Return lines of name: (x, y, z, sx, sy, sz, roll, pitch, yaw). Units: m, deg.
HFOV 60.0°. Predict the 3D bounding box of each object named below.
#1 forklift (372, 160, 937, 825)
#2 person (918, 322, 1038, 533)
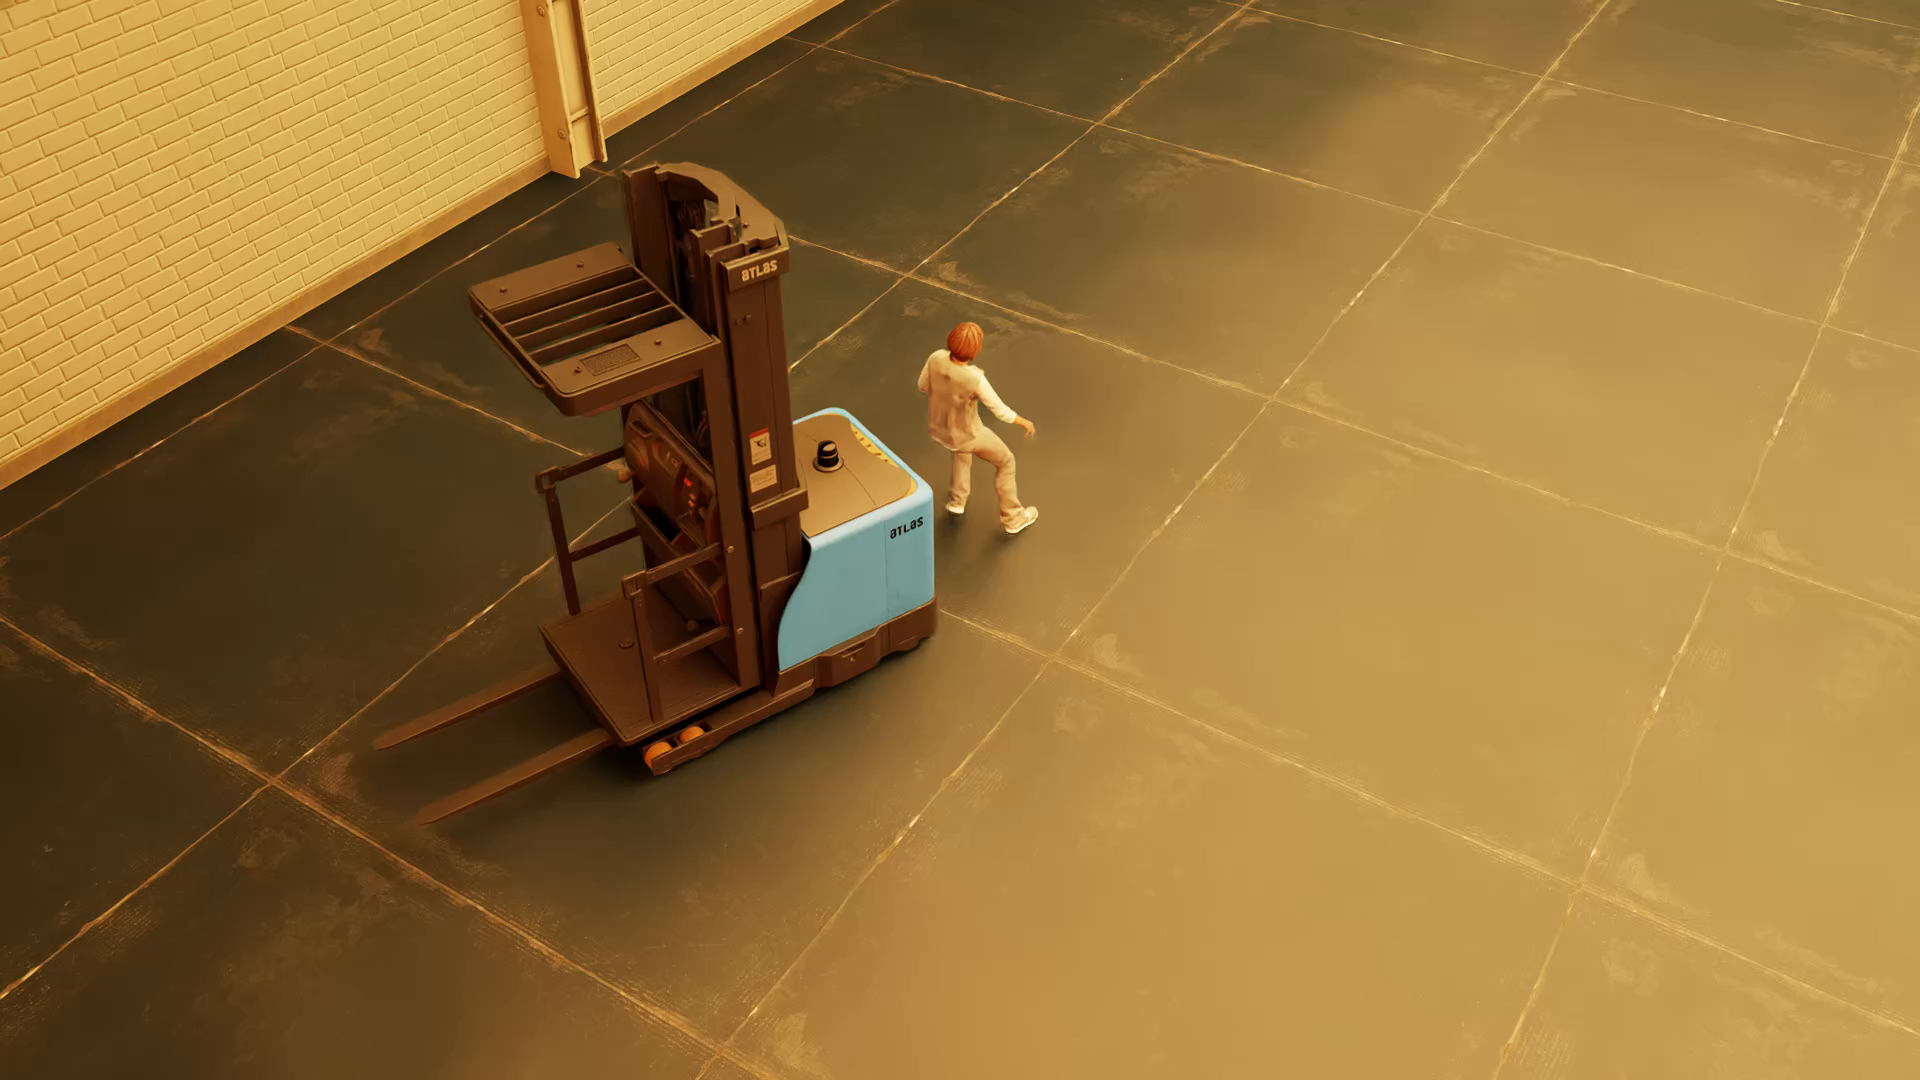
forklift: (-1.629, -0.277, 8.294, 3.031, 2.935, 1.130, -24, 46, -26)
person: (0.097, -0.709, 9.907, 0.646, 1.494, 0.527, 25, 46, 27)
